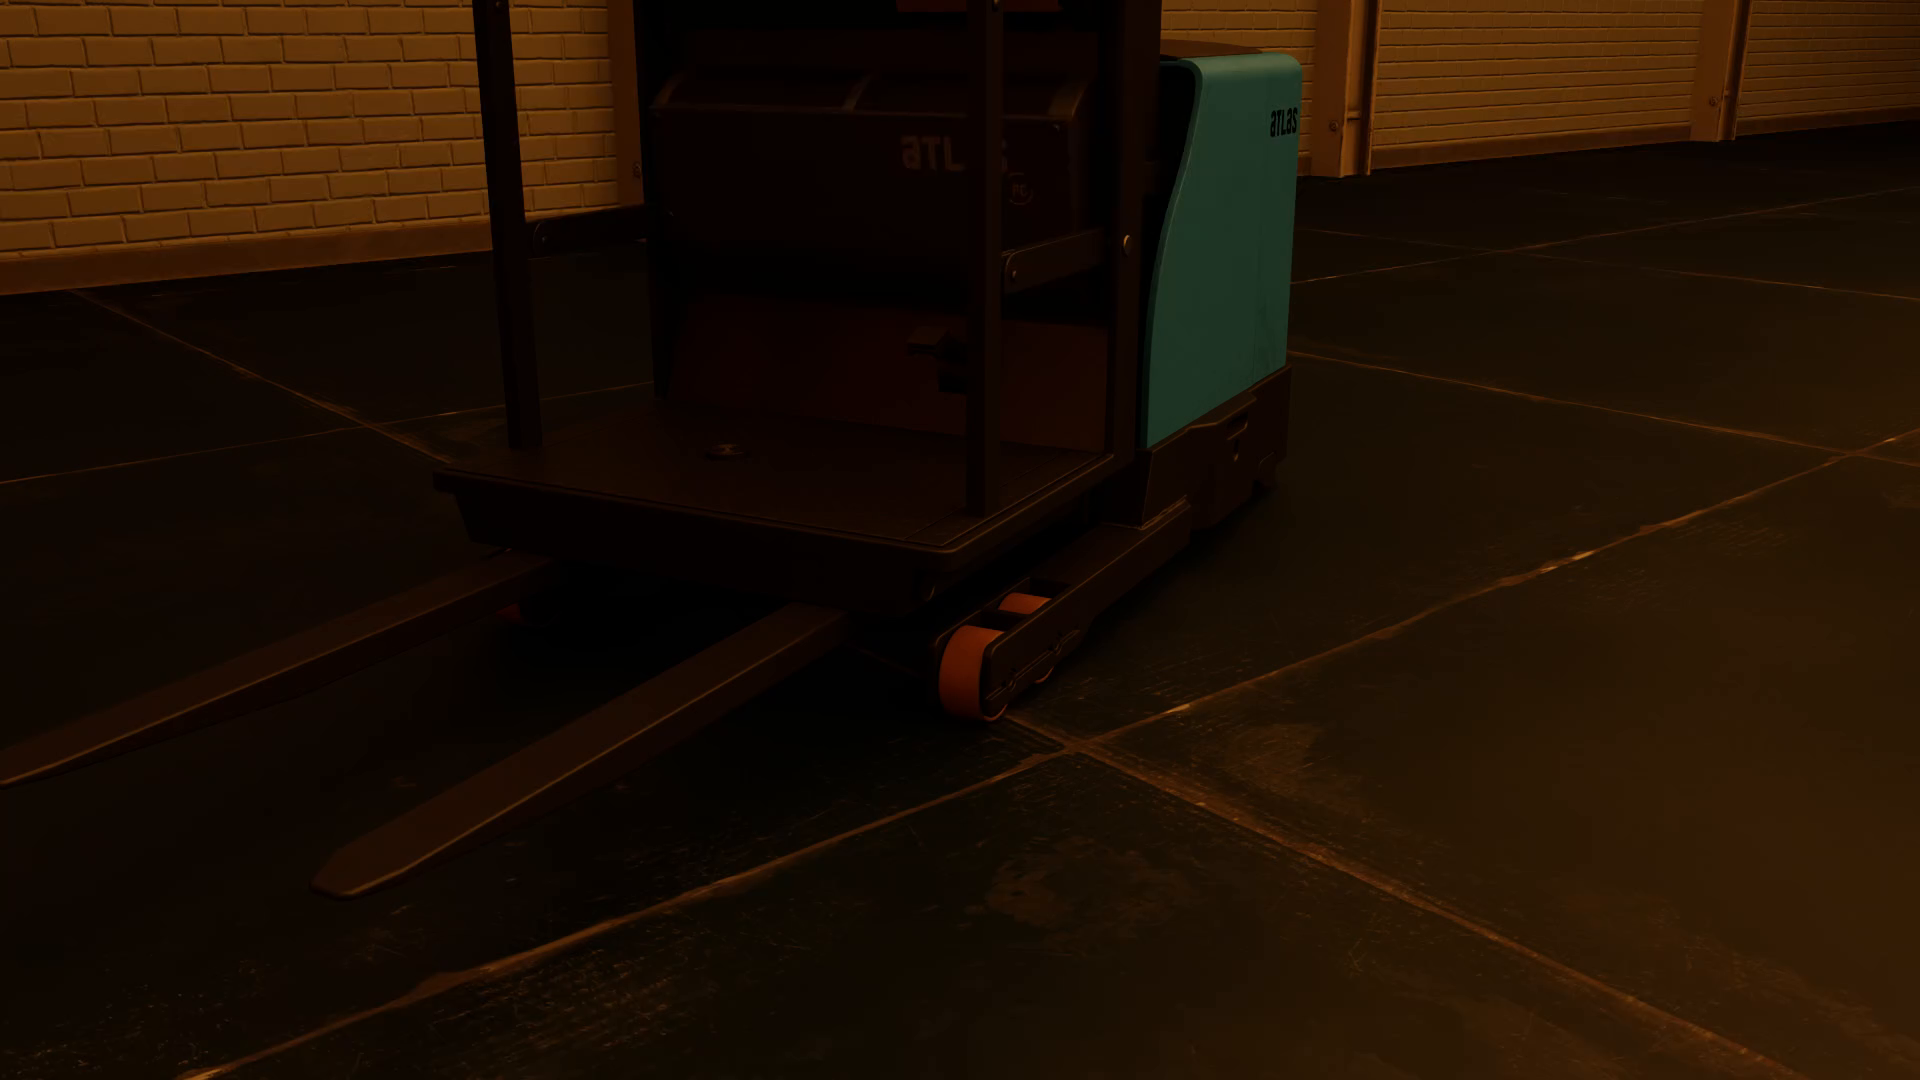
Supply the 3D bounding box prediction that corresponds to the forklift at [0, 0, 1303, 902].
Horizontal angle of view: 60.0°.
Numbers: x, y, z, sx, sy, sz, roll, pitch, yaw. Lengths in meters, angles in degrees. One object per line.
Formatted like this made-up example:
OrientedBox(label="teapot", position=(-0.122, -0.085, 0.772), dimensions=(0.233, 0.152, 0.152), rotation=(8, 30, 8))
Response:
OrientedBox(label="forklift", position=(-0.280, -1.237, 2.895), dimensions=(1.130, 2.935, 3.031), rotation=(9, 19, 26))
